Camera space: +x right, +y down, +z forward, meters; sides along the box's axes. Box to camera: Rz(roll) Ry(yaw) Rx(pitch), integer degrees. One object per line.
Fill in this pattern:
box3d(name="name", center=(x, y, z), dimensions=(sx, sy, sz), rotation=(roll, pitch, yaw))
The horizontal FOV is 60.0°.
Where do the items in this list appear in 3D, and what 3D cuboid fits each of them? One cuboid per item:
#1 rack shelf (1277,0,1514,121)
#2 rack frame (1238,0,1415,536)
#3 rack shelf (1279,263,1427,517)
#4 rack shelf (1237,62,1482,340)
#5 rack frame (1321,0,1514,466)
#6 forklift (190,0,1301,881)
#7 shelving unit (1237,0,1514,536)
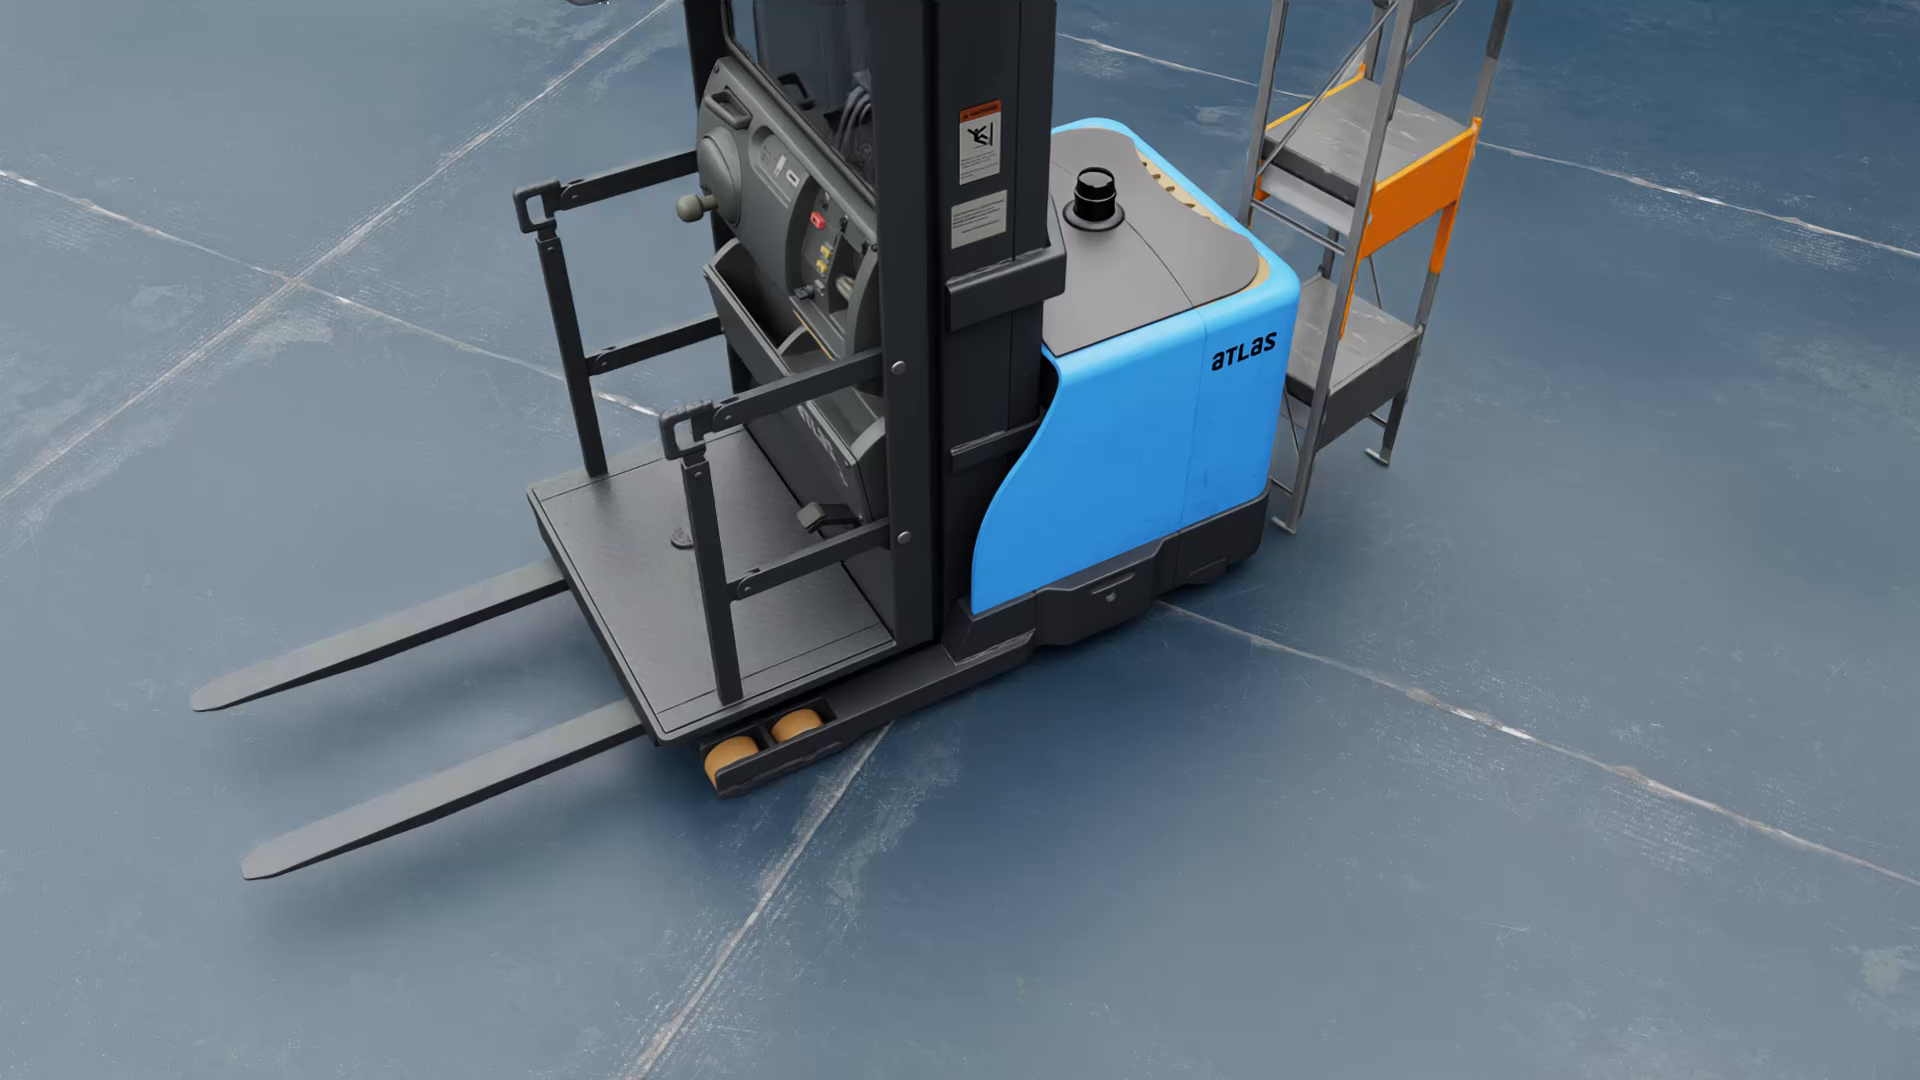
box3d(name="rack shelf", center=(1.129, -1.465, 4.248), dimensions=(0.480, 0.518, 0.431), rotation=(-33, 54, -29))
box3d(name="rack frame", center=(0.938, -0.864, 4.614), dimensions=(0.015, 2.100, 0.400), rotation=(-33, 54, -29))
box3d(name="rack shelf", center=(1.104, -0.476, 5.239), dimensions=(0.480, 0.518, 0.431), rotation=(-33, 54, -29))
box3d(name="rack shelf", center=(1.116, -0.970, 4.743), dimensions=(0.480, 0.518, 0.431), rotation=(-33, 54, -29))
box3d(name="rack frame", center=(1.295, -1.095, 4.853), dimensions=(0.015, 2.100, 0.400), rotation=(-33, 54, -29))
box3d(name="forklift", center=(-0.607, -0.764, 3.945), dimensions=(3.031, 2.935, 1.130), rotation=(-22, 49, -20))
box3d(name="shelving unit", center=(1.117, -0.980, 4.734), dimensions=(0.503, 2.100, 0.431), rotation=(-33, 54, -29))
